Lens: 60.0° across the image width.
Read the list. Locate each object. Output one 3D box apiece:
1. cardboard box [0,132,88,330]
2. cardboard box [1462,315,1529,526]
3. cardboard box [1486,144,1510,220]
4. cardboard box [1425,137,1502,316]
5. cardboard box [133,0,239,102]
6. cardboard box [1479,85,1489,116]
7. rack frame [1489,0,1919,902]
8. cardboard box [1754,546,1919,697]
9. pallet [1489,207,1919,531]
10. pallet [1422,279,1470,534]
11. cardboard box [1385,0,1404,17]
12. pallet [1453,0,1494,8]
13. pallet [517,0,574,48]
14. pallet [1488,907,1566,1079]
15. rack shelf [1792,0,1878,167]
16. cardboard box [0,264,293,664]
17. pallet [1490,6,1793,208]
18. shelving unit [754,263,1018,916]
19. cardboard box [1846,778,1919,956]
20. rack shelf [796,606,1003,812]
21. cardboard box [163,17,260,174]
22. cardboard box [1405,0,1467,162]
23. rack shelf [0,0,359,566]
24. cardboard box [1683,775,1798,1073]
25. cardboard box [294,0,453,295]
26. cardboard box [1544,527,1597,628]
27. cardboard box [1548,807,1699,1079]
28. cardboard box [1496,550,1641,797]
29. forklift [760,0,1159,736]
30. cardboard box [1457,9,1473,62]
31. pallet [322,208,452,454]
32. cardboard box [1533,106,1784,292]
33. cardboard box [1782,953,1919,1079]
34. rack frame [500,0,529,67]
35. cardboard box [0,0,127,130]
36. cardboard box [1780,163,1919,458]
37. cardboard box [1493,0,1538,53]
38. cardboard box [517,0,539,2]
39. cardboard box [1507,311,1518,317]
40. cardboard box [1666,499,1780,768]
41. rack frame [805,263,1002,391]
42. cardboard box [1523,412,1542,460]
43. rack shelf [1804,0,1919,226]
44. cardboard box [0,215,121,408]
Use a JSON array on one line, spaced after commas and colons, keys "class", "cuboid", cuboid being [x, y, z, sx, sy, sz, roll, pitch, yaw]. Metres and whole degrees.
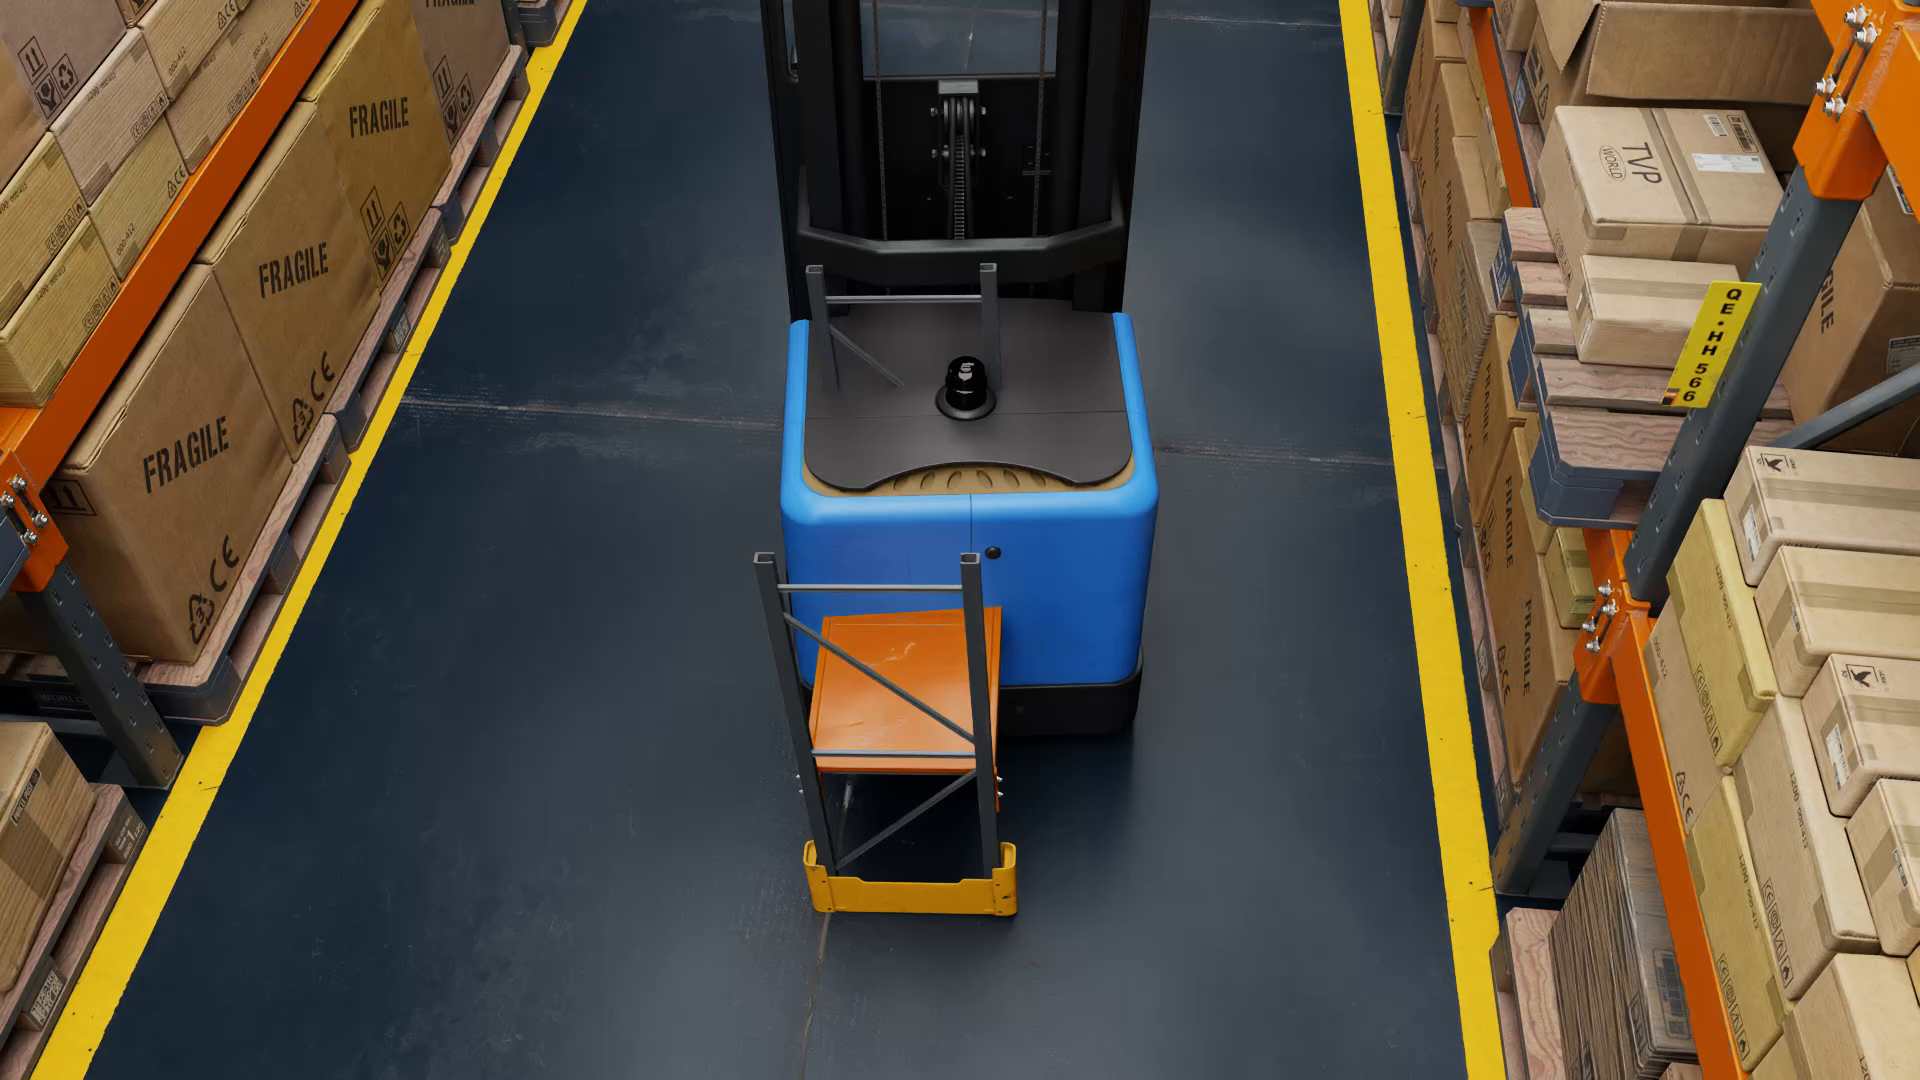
[{"class": "cardboard box", "cuboid": [-2.601, -0.800, 4.212, 0.500, 0.250, 0.500, 4, 48, 3]}, {"class": "cardboard box", "cuboid": [1.976, -0.370, 5.465, 0.500, 0.500, 0.500, 6, 48, 5]}, {"class": "cardboard box", "cuboid": [2.061, -1.242, 5.823, 0.380, 0.149, 0.250, 5, 48, 5]}, {"class": "cardboard box", "cuboid": [2.058, -1.134, 6.164, 0.500, 0.500, 0.500, 3, 48, 2]}, {"class": "cardboard box", "cuboid": [-2.495, -1.545, 4.893, 0.500, 0.250, 0.500, 4, 48, 3]}, {"class": "cardboard box", "cuboid": [2.145, -1.605, 6.155, 0.380, 0.149, 0.250, 3, 48, 3]}, {"class": "rack frame", "cuboid": [2.050, 0.005, 3.713, 1.000, 3.000, 0.127, 4, 48, 4]}, {"class": "cardboard box", "cuboid": [1.705, 0.163, 3.061, 0.380, 0.149, 0.250, 5, 48, 4]}, {"class": "pallet", "cuboid": [2.042, -0.433, 4.243, 1.213, 0.211, 1.003, 4, 48, 4]}, {"class": "pallet", "cuboid": [2.270, -0.494, 6.059, 1.003, 0.211, 1.213, 4, 48, 4]}, {"class": "cardboard box", "cuboid": [2.173, -2.543, 7.691, 0.380, 0.149, 0.250, 3, 48, 2]}, {"class": "pallet", "cuboid": [2.233, -2.290, 5.942, 1.003, 0.211, 1.213, 4, 48, 4]}, {"class": "pallet", "cuboid": [-2.381, -2.878, 8.239, 1.003, 0.211, 1.213, 4, 48, 4]}, {"class": "pallet", "cuboid": [1.936, 1.548, 4.191, 1.003, 0.211, 1.213, 4, 48, 4]}, {"class": "rack shelf", "cuboid": [2.232, -2.234, 4.216, 1.077, 0.370, 4.000, 4, 48, 4]}, {"class": "cardboard box", "cuboid": [-2.747, -0.253, 5.104, 0.875, 0.875, 0.875, 3, 48, 3]}, {"class": "pallet", "cuboid": [2.223, -1.360, 5.091, 1.003, 0.211, 1.213, 4, 48, 4]}, {"class": "shelving unit", "cuboid": [-0.141, 0.164, 4.565, 0.587, 1.500, 1.083, 0, 48, 4]}, {"class": "cardboard box", "cuboid": [1.696, 0.546, 2.710, 0.380, 0.149, 0.250, 4, 48, 4]}, {"class": "rack shelf", "cuboid": [-0.132, 0.292, 4.692, 0.538, 0.185, 1.000, 0, 48, 4]}, {"class": "cardboard box", "cuboid": [-2.515, -1.382, 5.083, 0.500, 0.250, 0.500, 5, 48, 5]}, {"class": "cardboard box", "cuboid": [2.147, -1.892, 6.857, 0.500, 0.500, 0.500, 6, 48, 5]}, {"class": "rack shelf", "cuboid": [-2.711, -1.553, 5.625, 1.077, 0.370, 4.000, 4, 48, 4]}, {"class": "cardboard box", "cuboid": [1.716, 0.734, 3.147, 0.500, 0.250, 0.500, 3, 48, 3]}, {"class": "cardboard box", "cuboid": [-2.580, -1.565, 6.304, 0.875, 0.875, 0.875, 5, 48, 5]}, {"class": "cardboard box", "cuboid": [1.843, 0.108, 4.588, 0.380, 0.149, 0.250, 2, 48, 2]}, {"class": "cardboard box", "cuboid": [1.980, 1.122, 4.016, 0.875, 0.625, 0.625, 5, 48, 5]}, {"class": "cardboard box", "cuboid": [1.875, 0.382, 4.778, 0.500, 0.500, 0.500, 5, 48, 5]}, {"class": "forklift", "cuboid": [-0.022, -1.453, 5.092, 1.130, 2.935, 3.031, -1, 48, -1]}, {"class": "cardboard box", "cuboid": [2.169, -1.997, 6.514, 0.380, 0.149, 0.250, 3, 48, 2]}, {"class": "pallet", "cuboid": [-2.632, -0.853, 6.387, 1.003, 0.211, 1.213, 4, 48, 4]}, {"class": "cardboard box", "cuboid": [1.824, -0.883, 4.342, 0.500, 0.250, 0.500, 2, 48, 2]}, {"class": "cardboard box", "cuboid": [1.654, 0.948, 2.613, 0.500, 0.250, 0.500, 3, 48, 3]}, {"class": "rack frame", "cuboid": [-2.529, -3.266, 6.704, 1.000, 3.000, 0.127, 4, 48, 4]}, {"class": "cardboard box", "cuboid": [-2.569, -1.408, 4.260, 0.500, 0.500, 0.500, 4, 48, 4]}, {"class": "cardboard box", "cuboid": [2.253, -0.538, 3.857, 0.500, 0.500, 0.500, 6, 48, 5]}, {"class": "cardboard box", "cuboid": [2.029, -1.812, 5.022, 0.700, 0.500, 0.500, 4, 48, 3]}, {"class": "cardboard box", "cuboid": [-2.365, -2.997, 7.910, 0.875, 0.438, 0.875, 3, 48, 3]}, {"class": "cardboard box", "cuboid": [1.992, -0.865, 5.478, 0.380, 0.149, 0.250, 2, 48, 2]}, {"class": "cardboard box", "cuboid": [1.742, 0.195, 3.302, 0.500, 0.250, 0.500, 4, 48, 3]}, {"class": "rack frame", "cuboid": [-0.116, -0.205, 4.901, 0.500, 1.500, 0.032, 0, 48, 4]}, {"class": "cardboard box", "cuboid": [1.905, -0.285, 4.948, 0.380, 0.149, 0.250, 2, 48, 2]}, {"class": "rack shelf", "cuboid": [1.868, 0.705, 1.527, 1.077, 0.370, 4.000, 4, 48, 4]}, {"class": "cardboard box", "cuboid": [-2.598, -0.618, 4.384, 0.500, 0.250, 0.500, 3, 48, 3]}]
